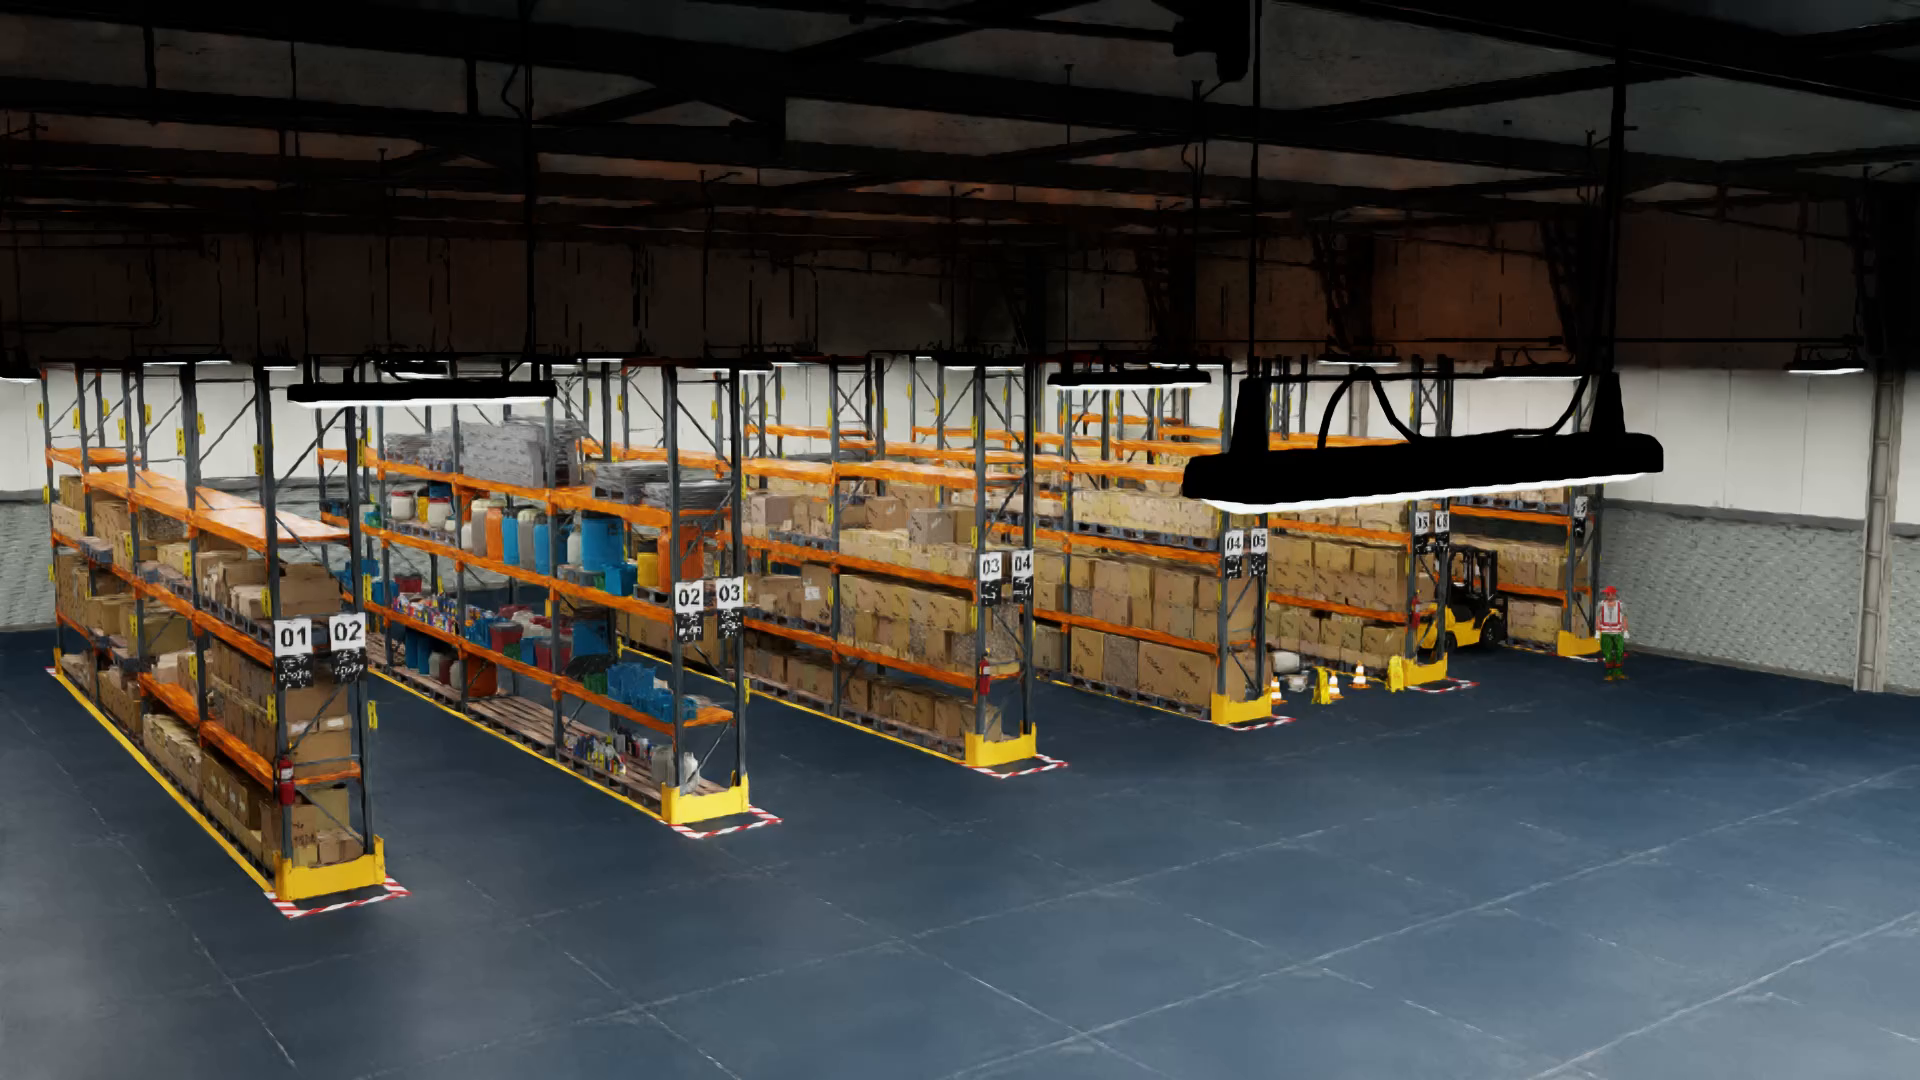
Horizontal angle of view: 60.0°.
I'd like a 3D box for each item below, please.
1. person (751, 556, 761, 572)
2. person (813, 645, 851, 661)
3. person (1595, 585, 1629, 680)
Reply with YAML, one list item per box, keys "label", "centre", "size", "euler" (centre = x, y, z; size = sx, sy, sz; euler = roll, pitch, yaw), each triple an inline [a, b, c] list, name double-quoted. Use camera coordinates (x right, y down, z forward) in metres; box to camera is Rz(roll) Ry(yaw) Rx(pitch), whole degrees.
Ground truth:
- label: "person"
  centre: [-5.395, 0.175, 44.001]
  size: [0.598, 1.774, 0.576]
  euler: [0, 7, -1]
- label: "person"
  centre: [-2.476, 1.638, 32.133]
  size: [0.536, 1.659, 1.036]
  euler: [-7, 10, -44]
- label: "person"
  centre: [12.148, 1.726, 30.943]
  size: [0.628, 1.782, 0.400]
  euler: [3, 7, 24]
